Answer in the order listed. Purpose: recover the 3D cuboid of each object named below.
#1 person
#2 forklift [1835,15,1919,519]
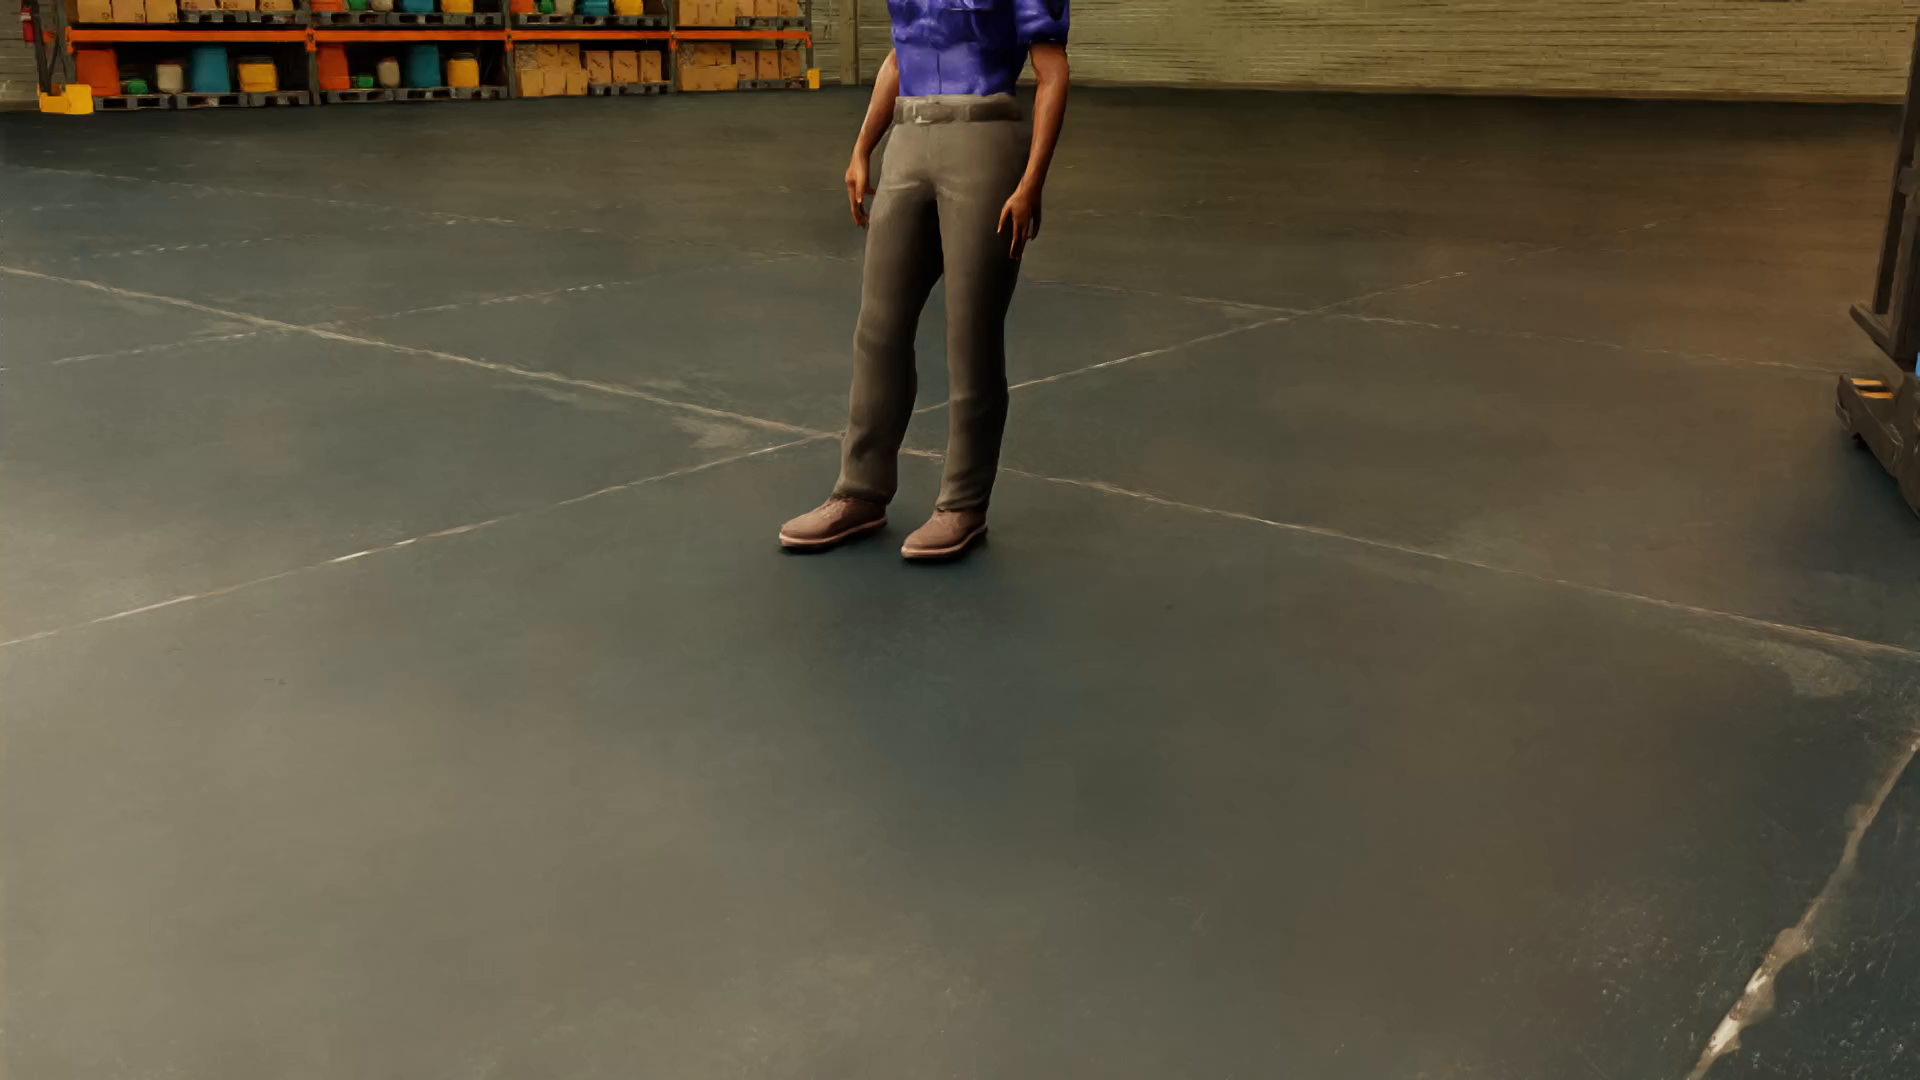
[{"bbox_3d":[-0.071,-0.783,3.647,0.570,1.654,0.503,13,21,37],"label":"person"},{"bbox_3d":[3.093,-1.608,4.192,1.130,2.935,3.031,6,18,19],"label":"forklift"}]
